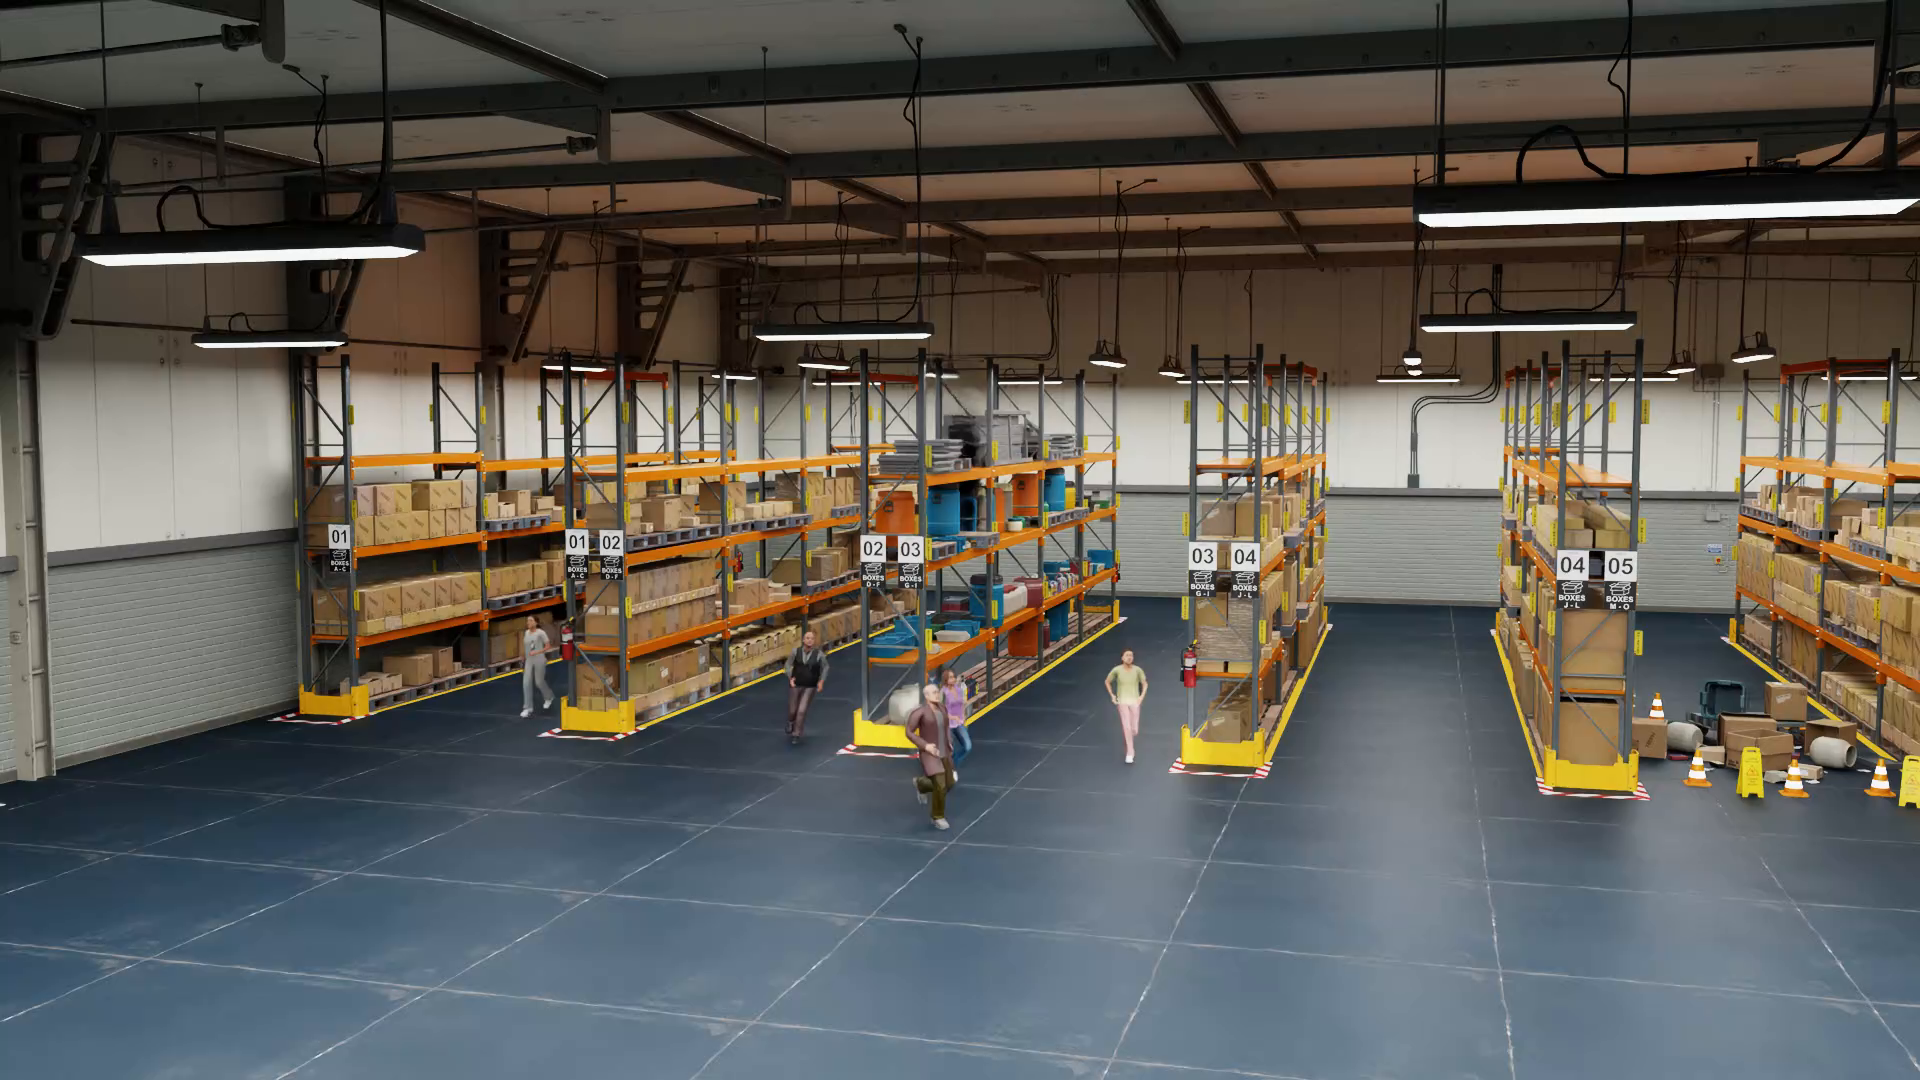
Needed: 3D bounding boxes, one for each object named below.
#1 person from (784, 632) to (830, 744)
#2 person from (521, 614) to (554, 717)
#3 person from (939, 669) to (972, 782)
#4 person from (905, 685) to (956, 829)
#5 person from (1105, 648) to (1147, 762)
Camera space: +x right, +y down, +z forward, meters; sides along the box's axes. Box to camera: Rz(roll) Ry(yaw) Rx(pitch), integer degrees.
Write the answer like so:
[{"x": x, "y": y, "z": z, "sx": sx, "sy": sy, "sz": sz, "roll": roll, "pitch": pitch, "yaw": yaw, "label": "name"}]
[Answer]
[{"x": -2.358, "y": 2.249, "z": 25.551, "sx": 0.717, "sy": 1.684, "sz": 0.742, "roll": 0, "pitch": 4, "yaw": 0, "label": "person"}, {"x": -7.078, "y": 2.070, "z": 27.858, "sx": 0.557, "sy": 1.686, "sz": 0.835, "roll": 1, "pitch": 5, "yaw": 18, "label": "person"}, {"x": -0.098, "y": 2.527, "z": 22.539, "sx": 0.550, "sy": 1.560, "sz": 0.577, "roll": -3, "pitch": 6, "yaw": -39, "label": "person"}, {"x": -0.368, "y": 2.650, "z": 20.342, "sx": 0.709, "sy": 1.690, "sz": 0.741, "roll": 4, "pitch": 6, "yaw": 42, "label": "person"}, {"x": 2.426, "y": 2.386, "z": 24.225, "sx": 0.618, "sy": 1.606, "sz": 0.772, "roll": 0, "pitch": 4, "yaw": -4, "label": "person"}]
